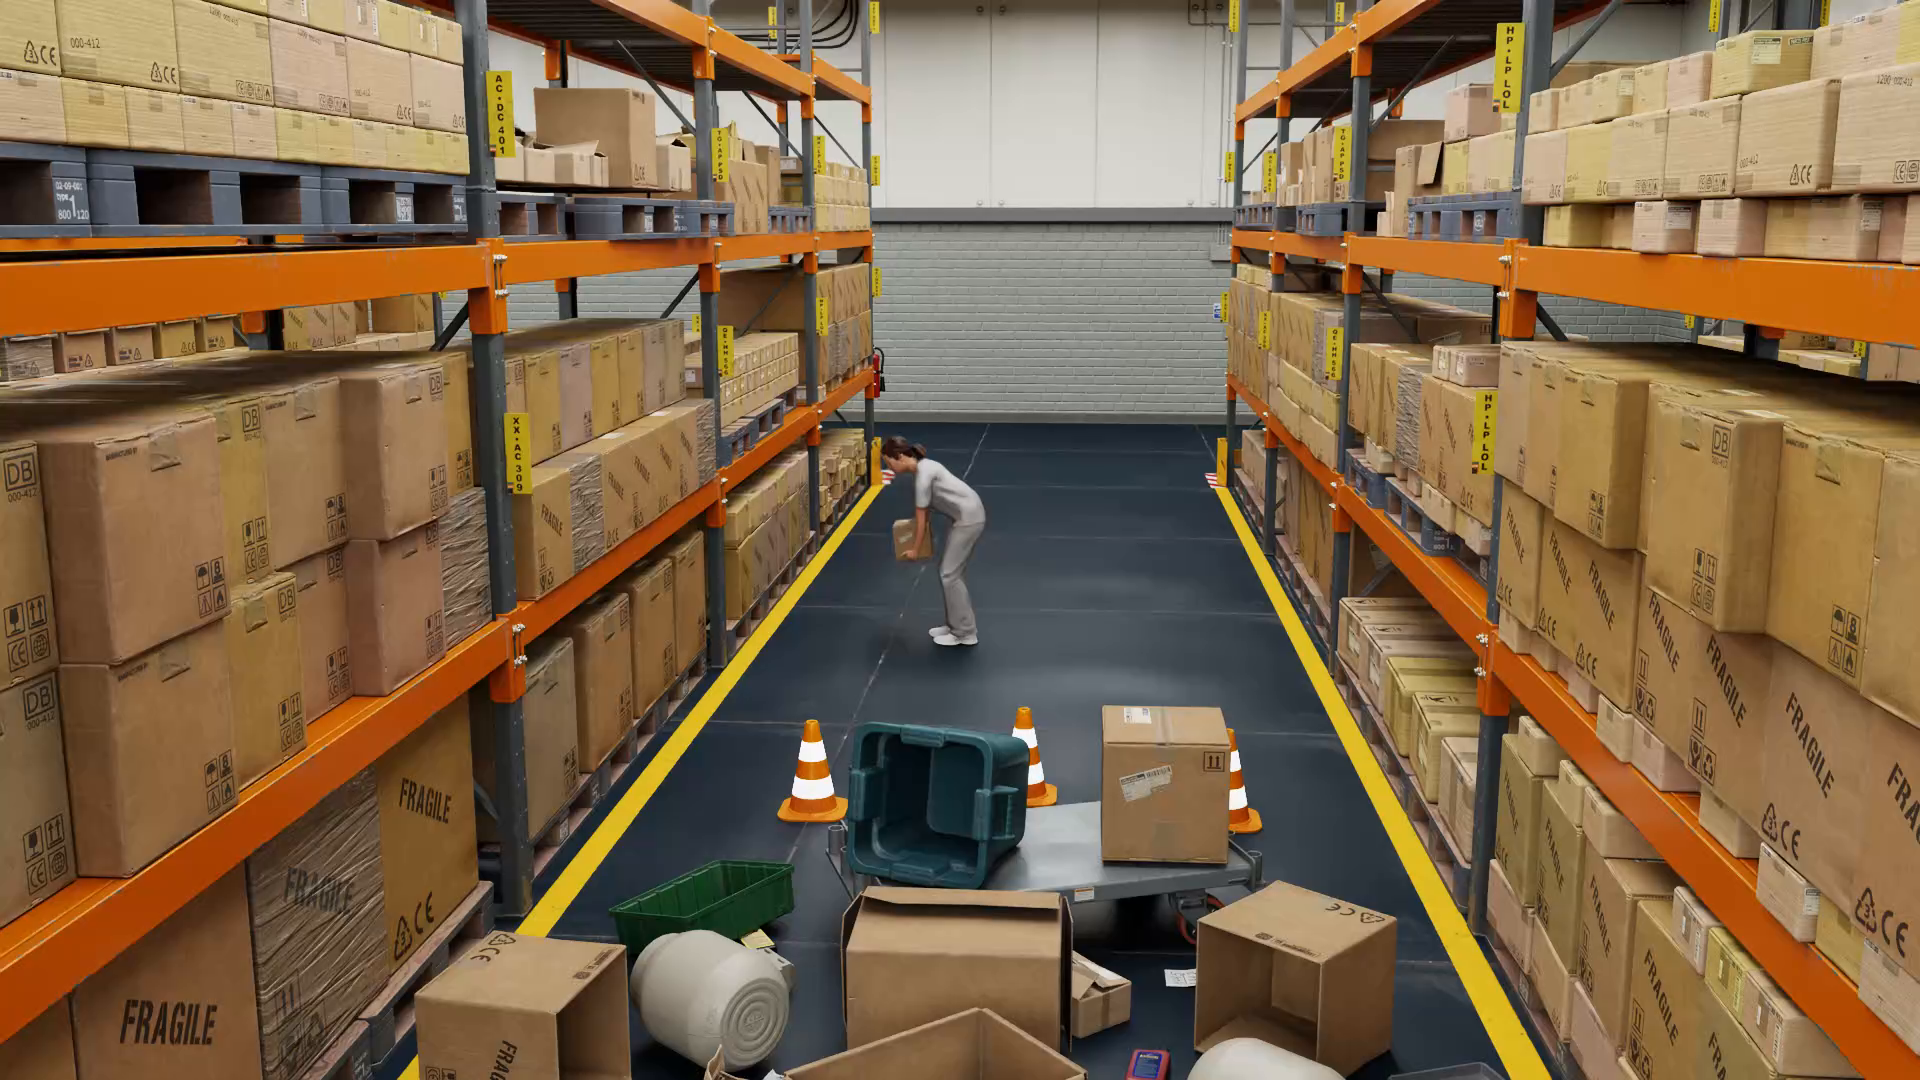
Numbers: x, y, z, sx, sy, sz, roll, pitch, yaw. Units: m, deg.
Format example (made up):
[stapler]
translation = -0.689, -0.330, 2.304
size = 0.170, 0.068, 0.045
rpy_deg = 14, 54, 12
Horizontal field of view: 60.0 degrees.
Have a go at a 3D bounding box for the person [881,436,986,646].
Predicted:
[person]
translation = -0.183, -0.002, 11.560
size = 0.728, 1.449, 0.400
rpy_deg = 1, 11, 3
